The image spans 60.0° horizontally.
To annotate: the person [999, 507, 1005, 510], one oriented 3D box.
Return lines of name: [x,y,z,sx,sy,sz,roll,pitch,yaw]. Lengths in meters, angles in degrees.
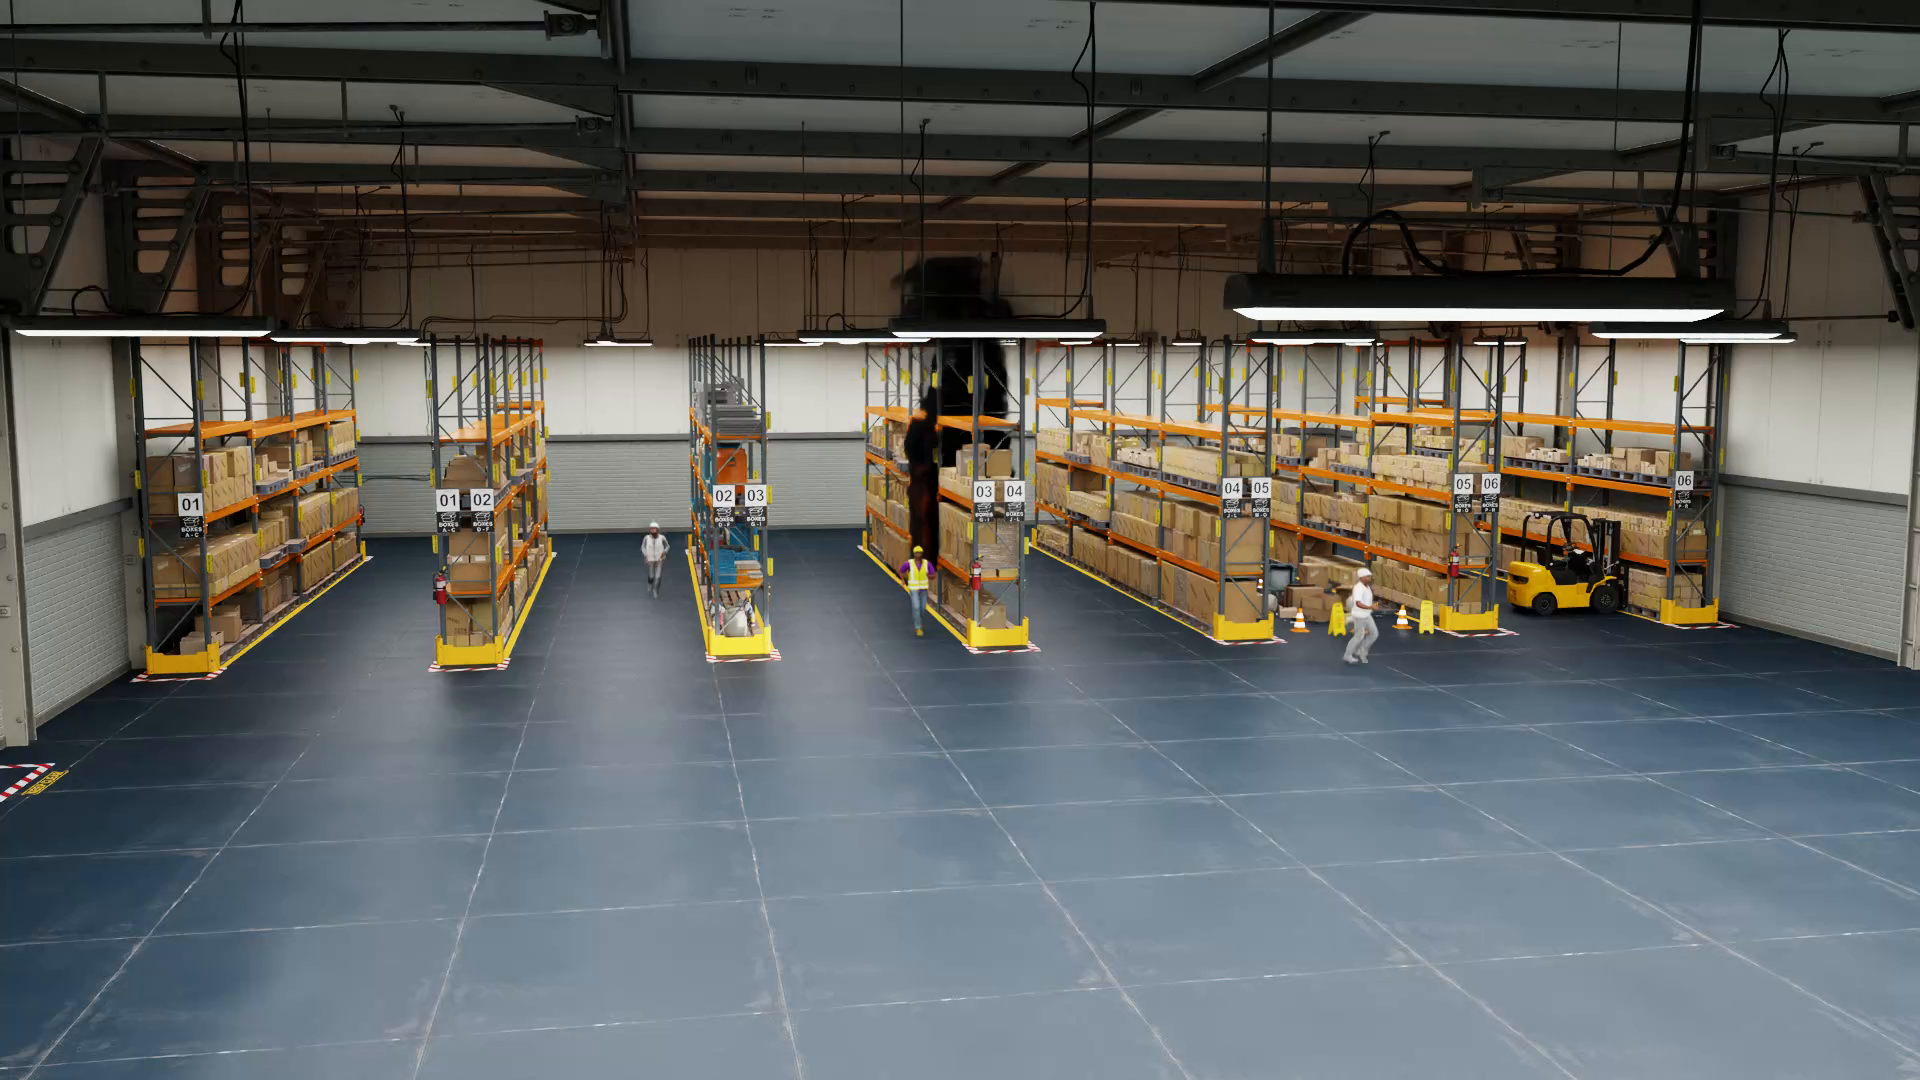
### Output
person: [1.131,-0.565,47.243,0.715,1.753,0.860,0,7,-1]

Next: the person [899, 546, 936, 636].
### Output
person: [-0.833,0.992,33.431,0.700,1.754,0.989,-2,7,-16]

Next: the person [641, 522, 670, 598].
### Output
person: [-7.046,0.460,38.519,0.656,1.746,0.627,-1,7,-7]

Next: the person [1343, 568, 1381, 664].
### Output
person: [7.352,1.402,30.266,0.706,1.794,0.723,4,8,32]
